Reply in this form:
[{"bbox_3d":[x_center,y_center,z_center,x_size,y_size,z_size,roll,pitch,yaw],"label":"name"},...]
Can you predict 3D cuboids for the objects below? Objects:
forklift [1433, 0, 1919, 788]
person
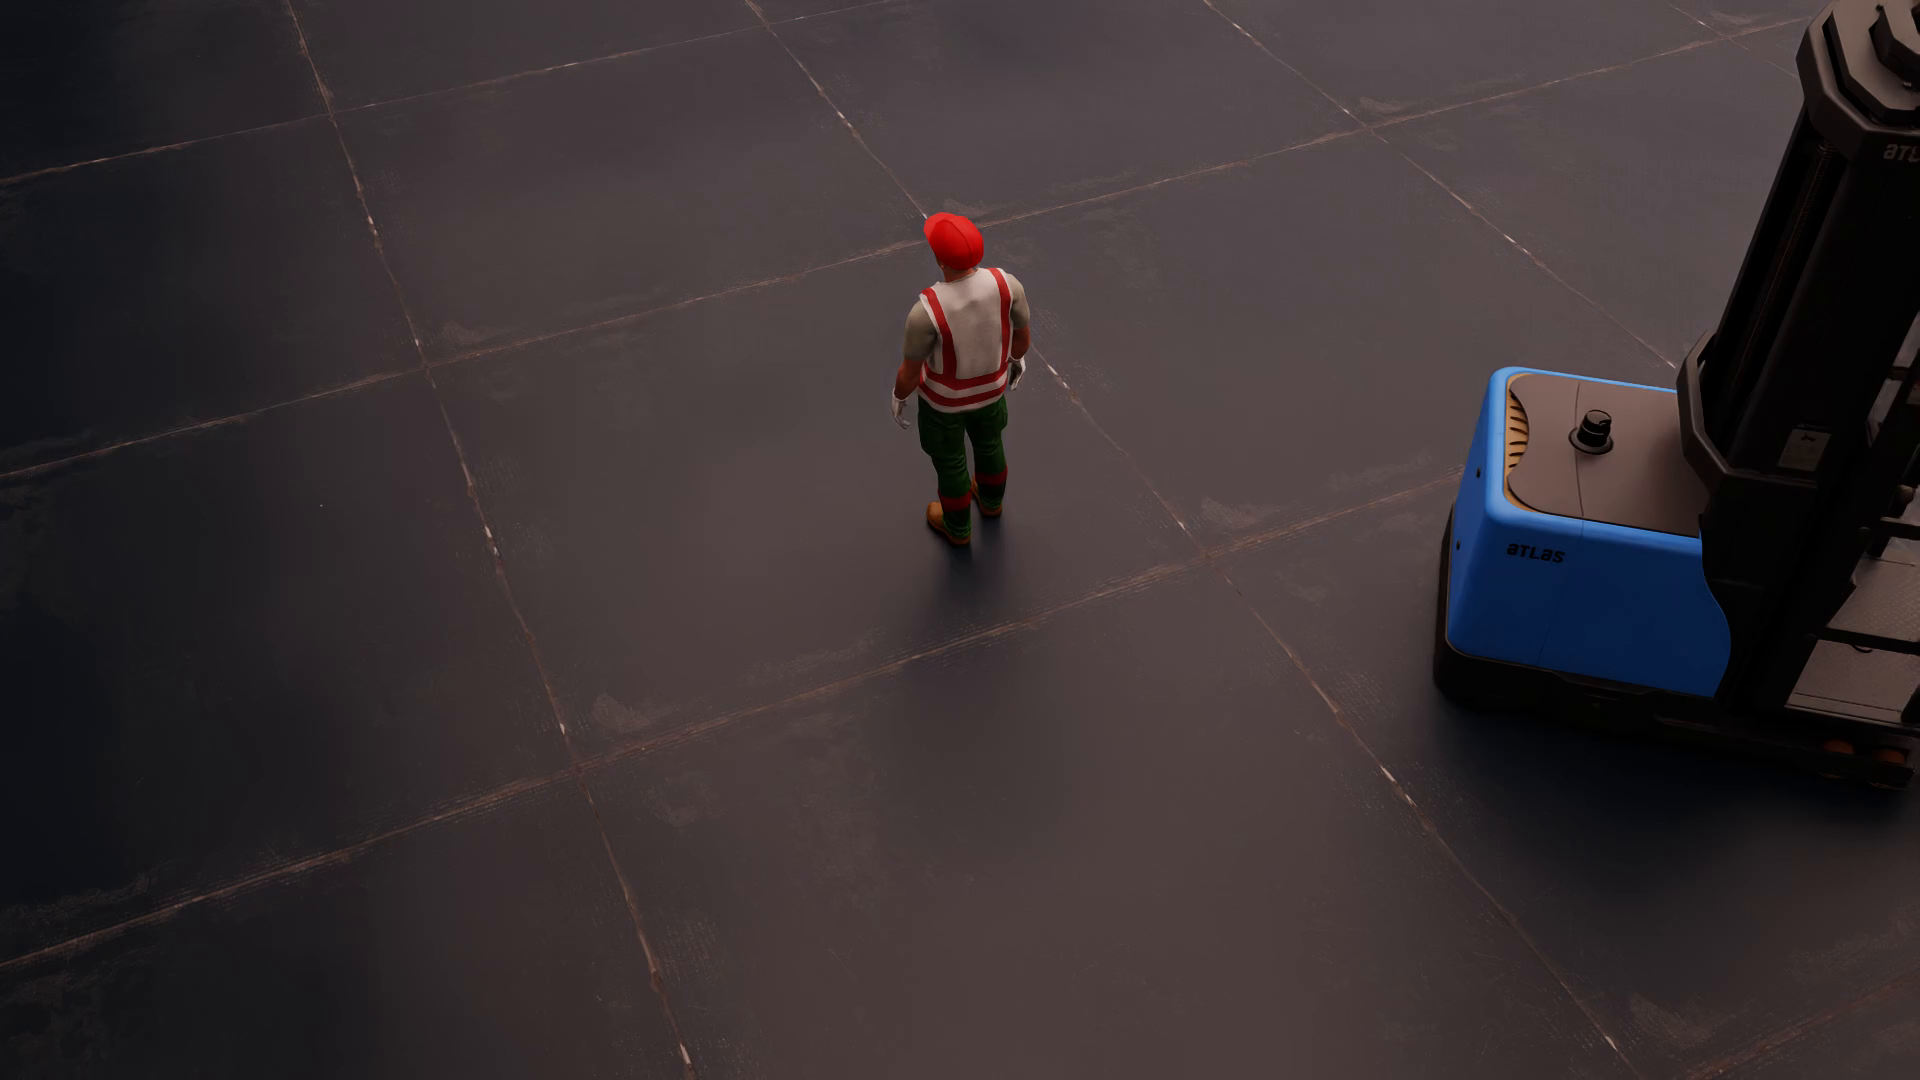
[{"bbox_3d":[3.597,-0.469,6.183,3.031,2.935,1.130,10,44,10],"label":"forklift"},{"bbox_3d":[-0.023,-0.712,7.270,0.638,1.787,0.564,-18,46,-18],"label":"person"}]
